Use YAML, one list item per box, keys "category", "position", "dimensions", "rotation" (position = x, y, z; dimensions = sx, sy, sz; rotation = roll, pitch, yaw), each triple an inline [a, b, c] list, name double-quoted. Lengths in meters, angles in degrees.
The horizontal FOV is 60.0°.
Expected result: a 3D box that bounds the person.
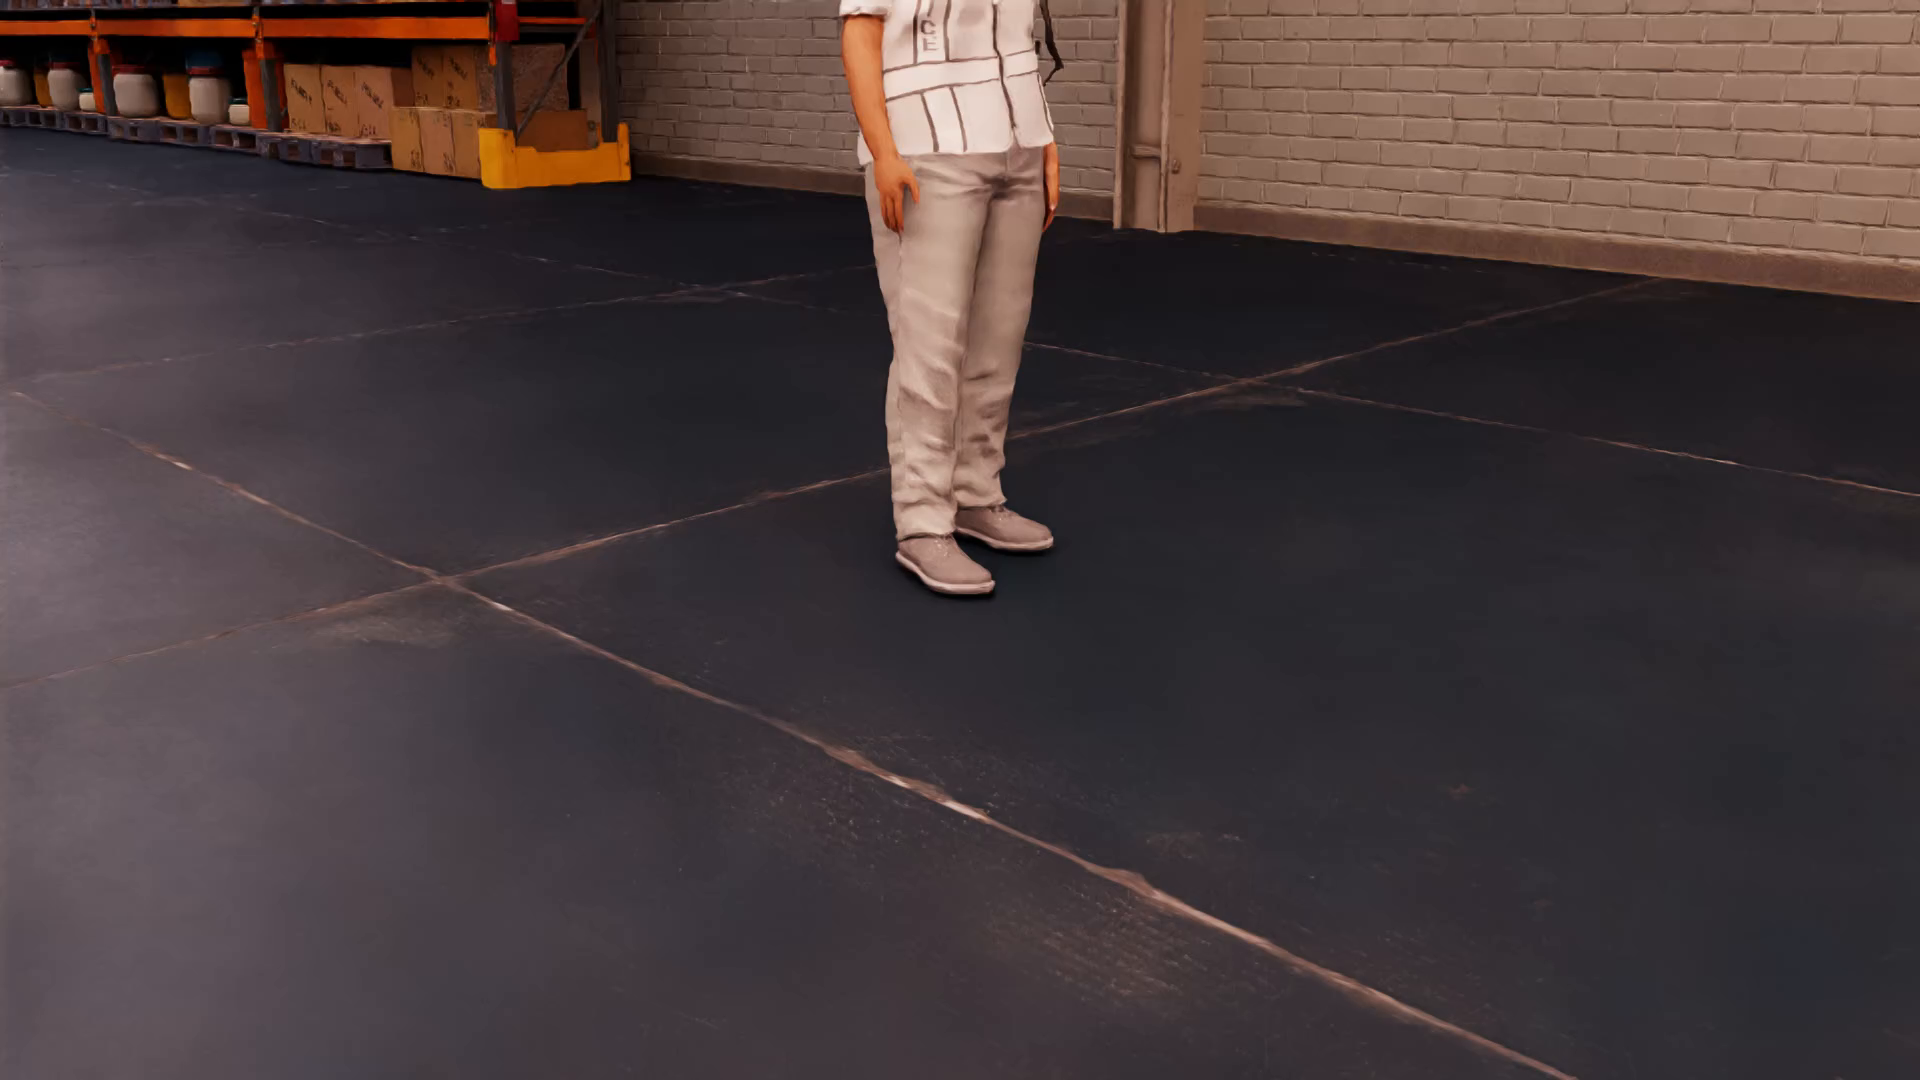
- category: "person"
  position: [0.039, -0.783, 3.580]
  dimensions: [0.529, 1.669, 0.598]
  rotation: [16, 23, 42]
